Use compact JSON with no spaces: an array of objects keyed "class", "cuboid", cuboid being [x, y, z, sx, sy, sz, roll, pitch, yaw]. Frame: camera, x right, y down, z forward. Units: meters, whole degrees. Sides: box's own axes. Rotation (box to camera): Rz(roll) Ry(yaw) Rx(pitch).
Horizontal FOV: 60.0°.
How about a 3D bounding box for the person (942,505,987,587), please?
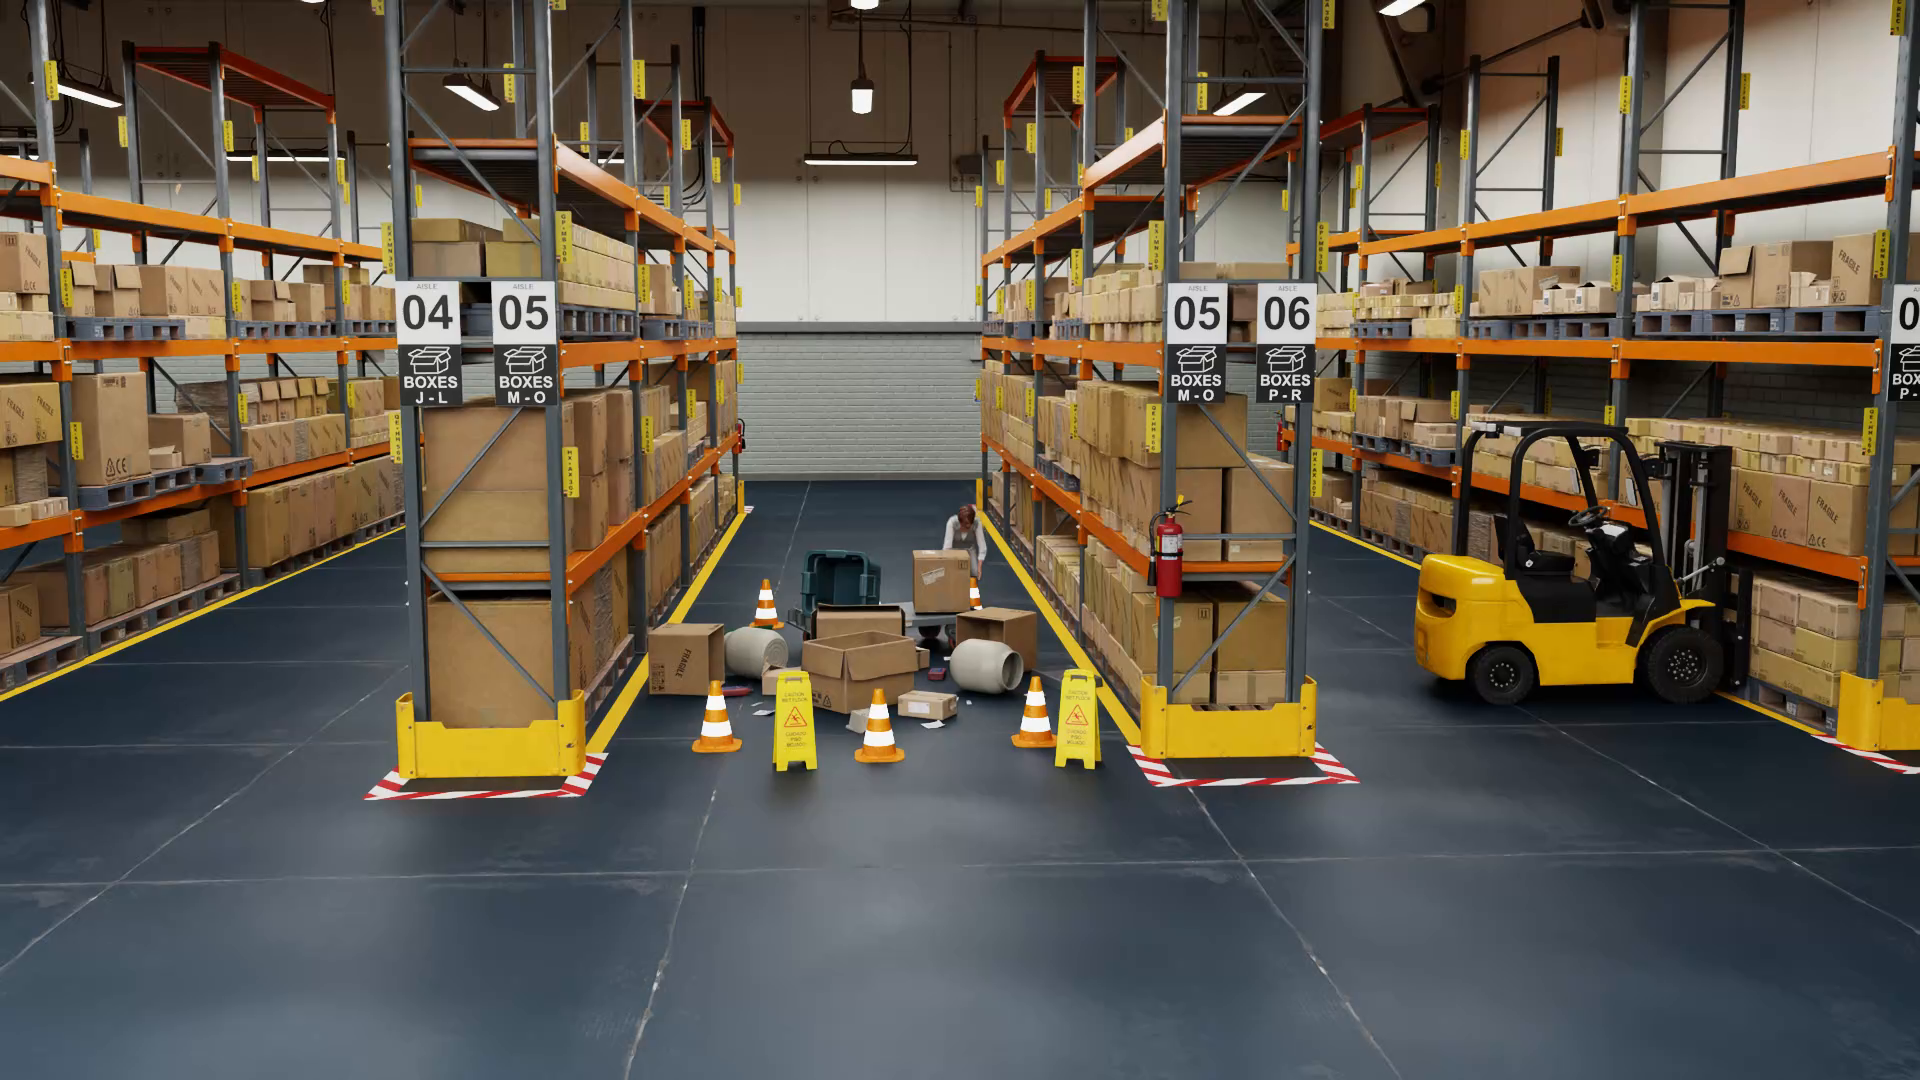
[{"class":"person","cuboid":[0.037,0.173,17.317,0.462,1.129,0.736,0,7,-4]}]
